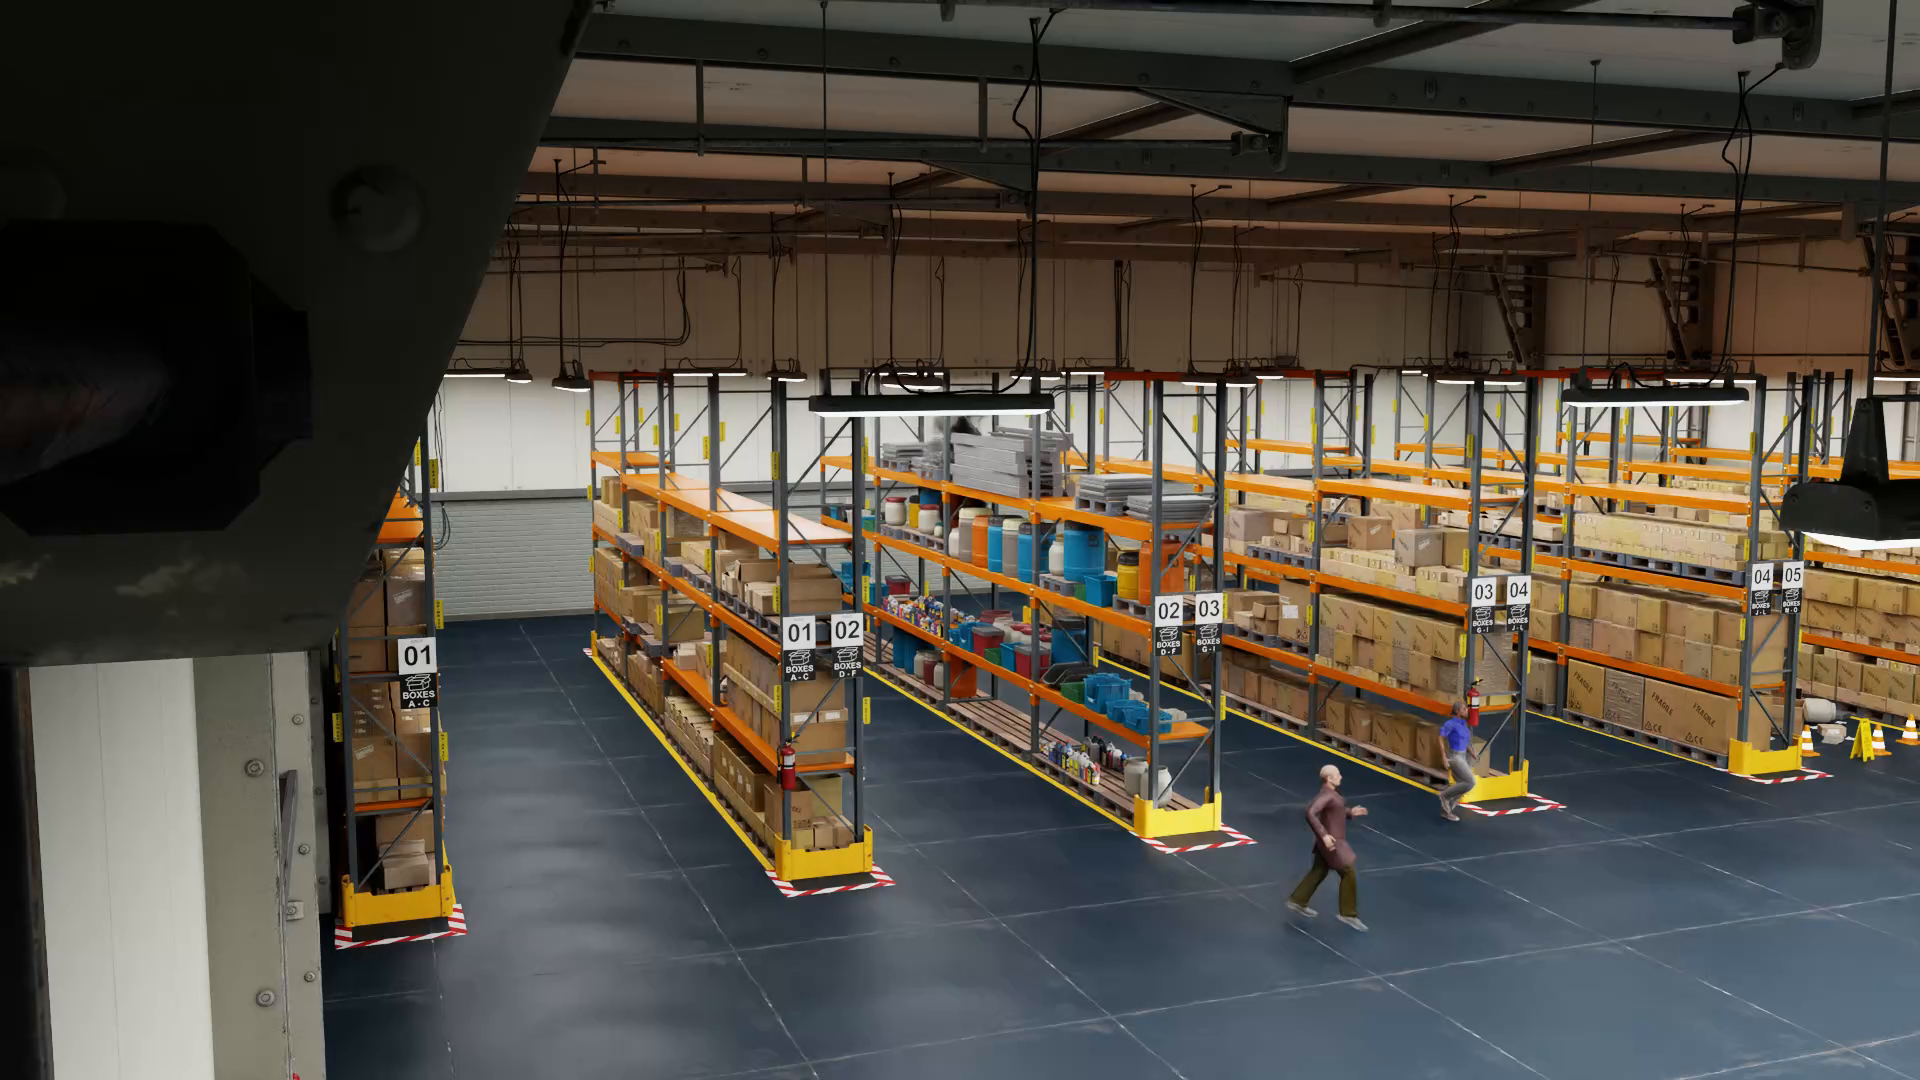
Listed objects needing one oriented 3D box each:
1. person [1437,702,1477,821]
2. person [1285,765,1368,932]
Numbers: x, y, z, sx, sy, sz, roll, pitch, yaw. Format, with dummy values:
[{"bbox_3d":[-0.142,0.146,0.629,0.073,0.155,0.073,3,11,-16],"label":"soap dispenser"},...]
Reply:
[{"bbox_3d":[6.851,3.012,22.729,0.515,1.582,0.610,5,8,37],"label":"person"},{"bbox_3d":[4.072,3.389,18.396,0.898,1.836,0.680,1,6,6],"label":"person"}]
